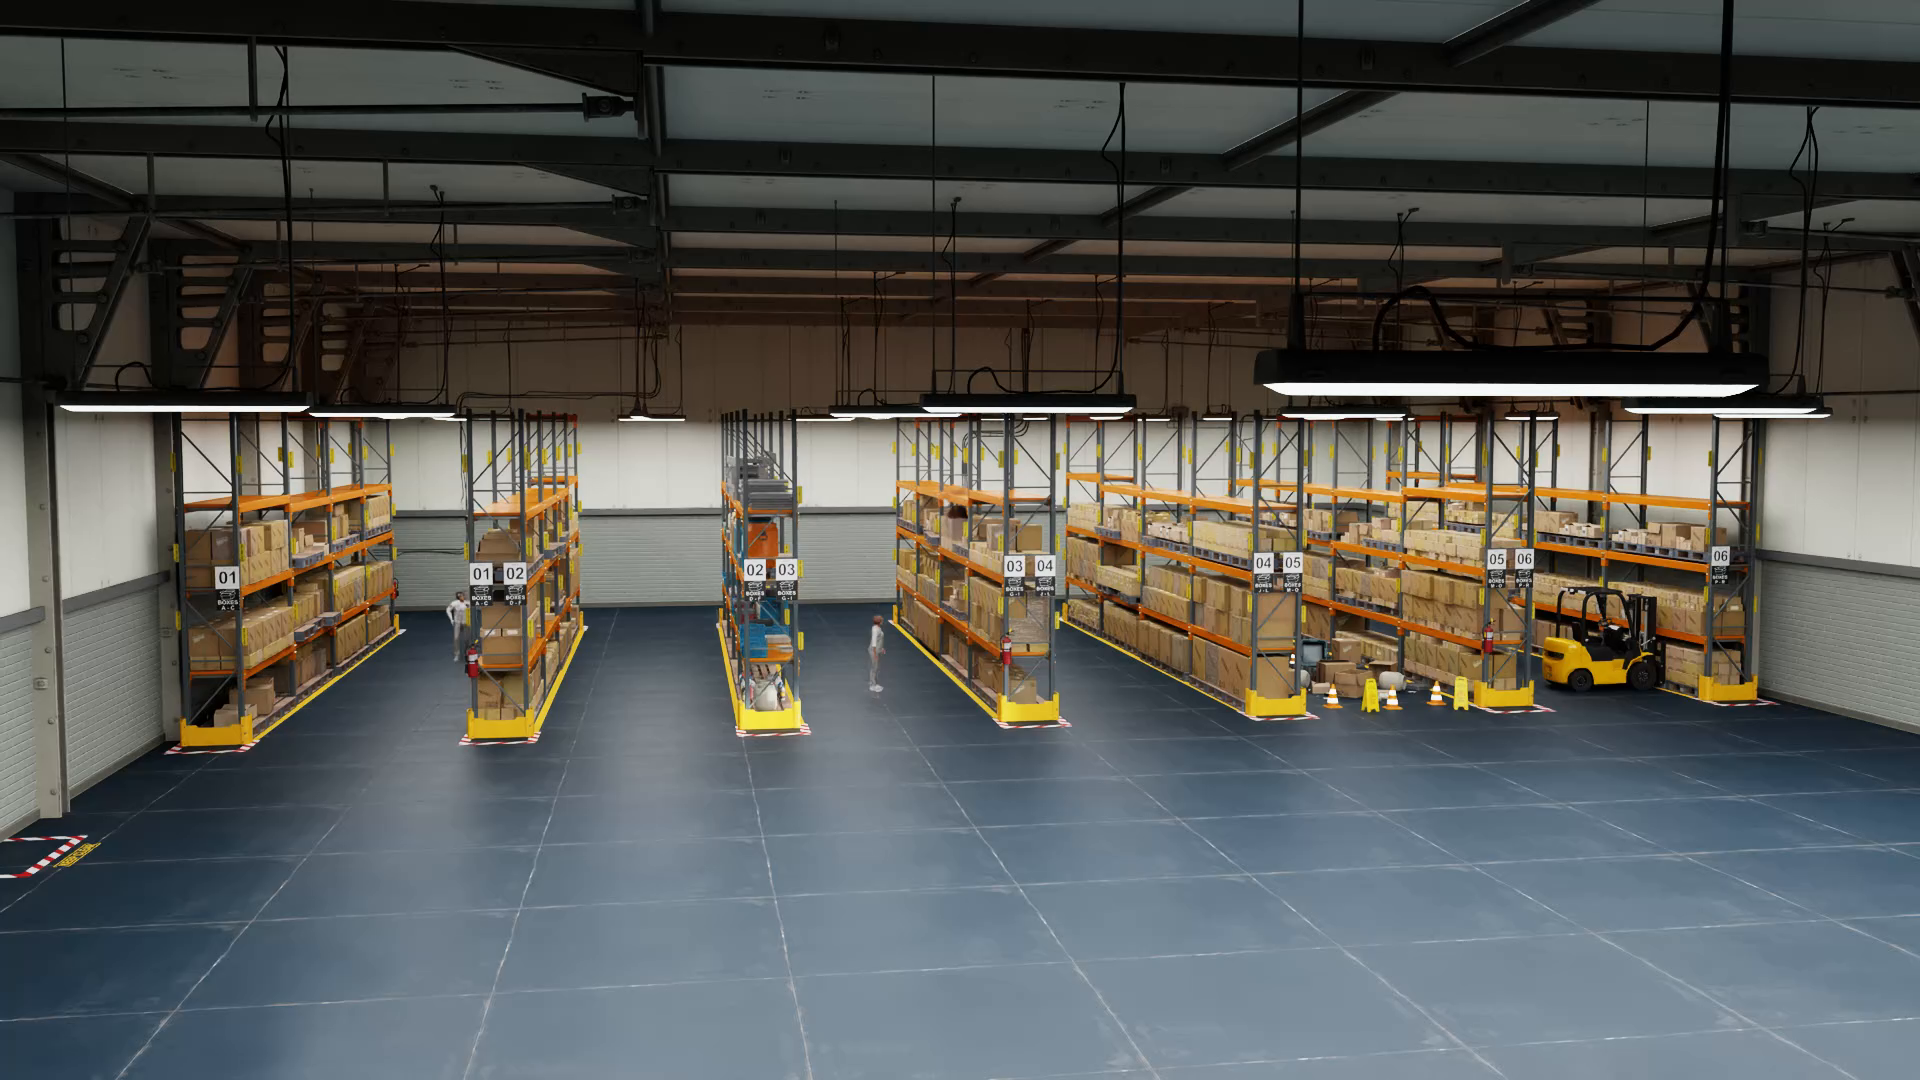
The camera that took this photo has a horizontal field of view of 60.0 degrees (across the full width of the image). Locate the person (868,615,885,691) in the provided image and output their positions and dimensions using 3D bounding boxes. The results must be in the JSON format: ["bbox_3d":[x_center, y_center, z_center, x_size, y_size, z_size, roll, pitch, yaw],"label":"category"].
[{"bbox_3d":[-1.755,2.362,34.888,0.355,1.611,0.443,0,4,4],"label":"person"}]

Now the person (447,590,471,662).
[{"bbox_3d":[-12.154,2.067,40.459,0.643,1.732,0.805,0,4,-4],"label":"person"}]
